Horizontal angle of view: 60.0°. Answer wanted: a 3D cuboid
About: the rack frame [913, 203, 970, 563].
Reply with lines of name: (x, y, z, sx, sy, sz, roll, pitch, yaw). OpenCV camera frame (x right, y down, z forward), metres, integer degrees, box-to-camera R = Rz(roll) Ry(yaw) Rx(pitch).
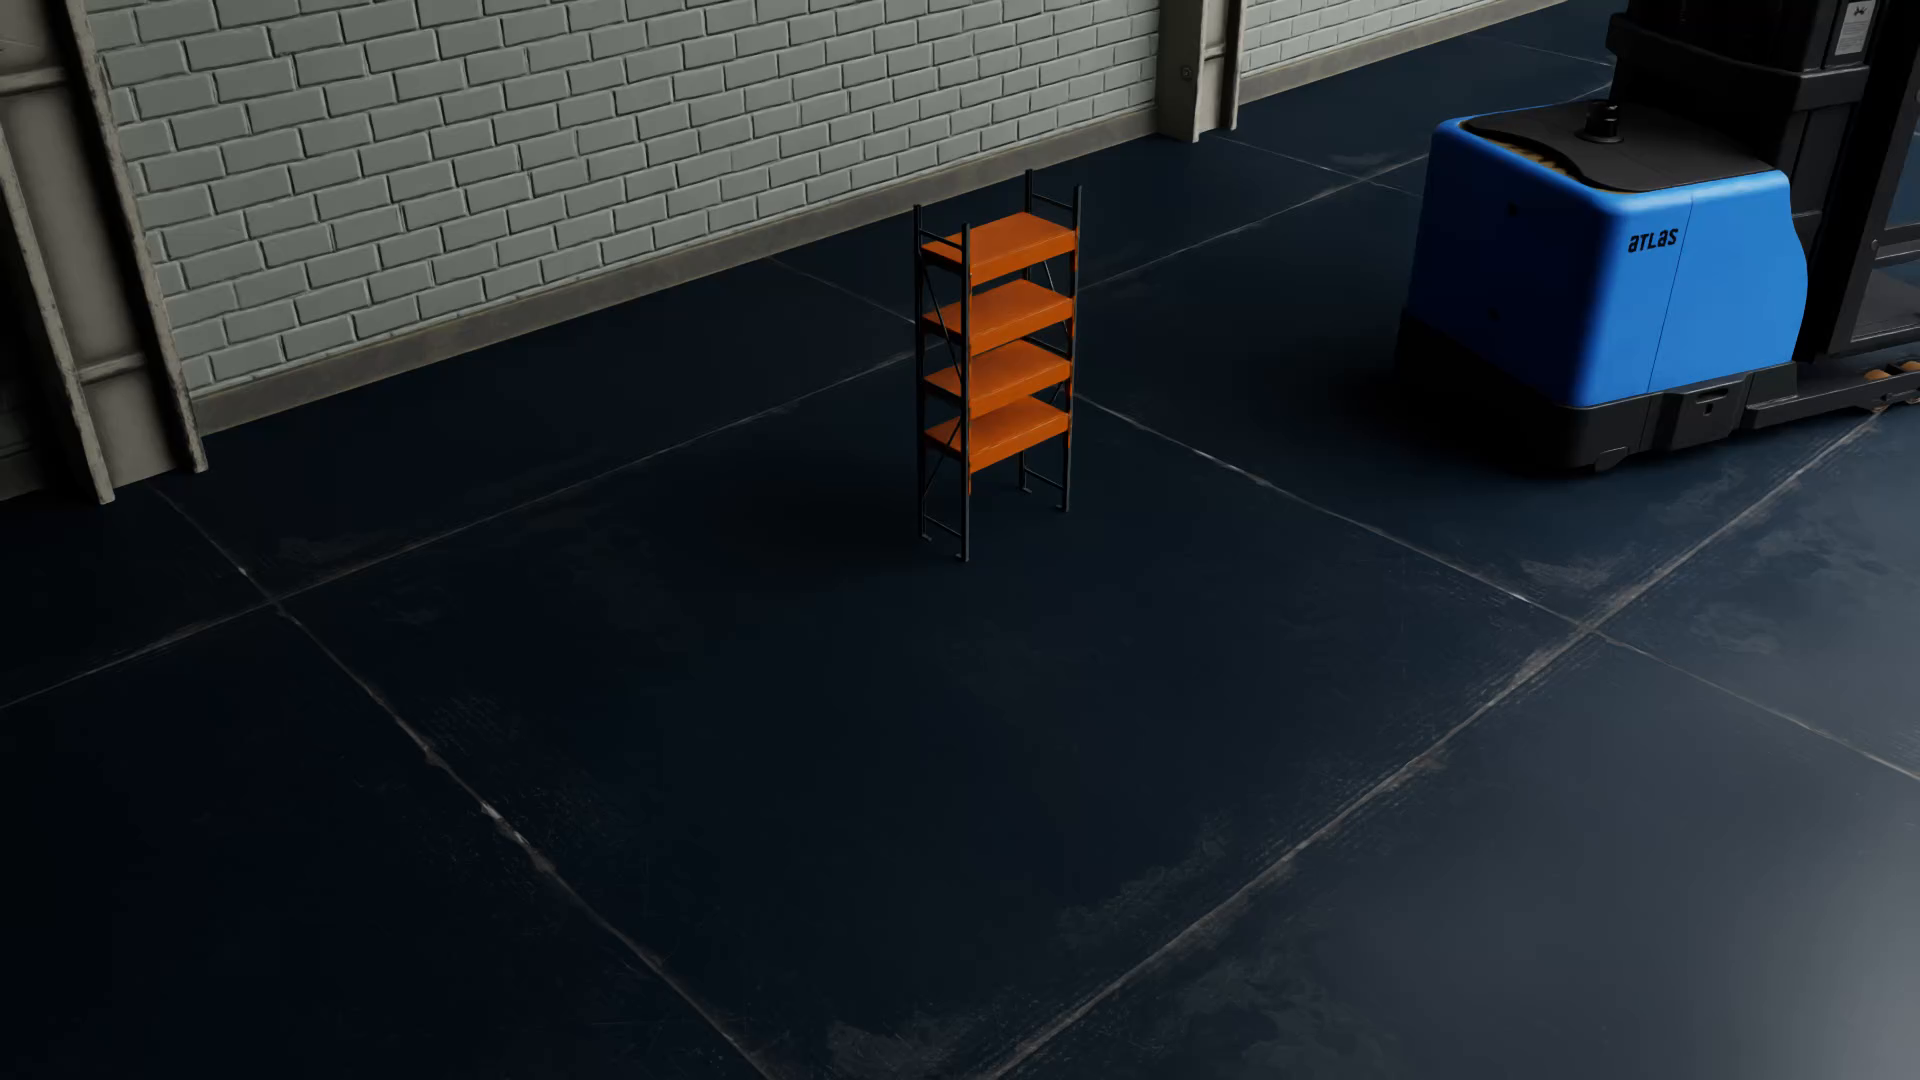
rack frame: (-0.058, -0.484, 5.391, 0.015, 1.200, 0.240, -26, 40, -35)

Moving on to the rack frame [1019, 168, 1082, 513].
rack frame: (0.300, -0.657, 5.675, 0.015, 1.200, 0.240, -26, 40, -35)

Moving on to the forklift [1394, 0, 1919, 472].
forklift: (3.339, -1.994, 6.201, 3.031, 2.935, 1.130, -13, 34, -20)

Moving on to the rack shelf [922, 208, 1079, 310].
rack shelf: (0.121, -0.906, 5.328, 0.480, 0.148, 0.258, -26, 40, -35)

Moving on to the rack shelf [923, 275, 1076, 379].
rack shelf: (0.121, -0.704, 5.451, 0.480, 0.148, 0.258, -26, 40, -35)

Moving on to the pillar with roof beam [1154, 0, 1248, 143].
pillar with roof beam: (4.287, -4.573, 4.603, 0.400, 9.000, 9.100, -26, 40, -35)

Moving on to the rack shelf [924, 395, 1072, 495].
rack shelf: (0.121, -0.344, 5.672, 0.480, 0.148, 0.258, -26, 40, -35)

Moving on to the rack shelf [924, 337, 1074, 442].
rack shelf: (0.121, -0.513, 5.568, 0.480, 0.148, 0.258, -26, 40, -35)

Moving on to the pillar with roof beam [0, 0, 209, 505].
pillar with roof beam: (-0.113, -2.445, 1.123, 0.400, 9.000, 9.100, -26, 40, -35)

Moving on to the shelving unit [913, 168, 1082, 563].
shelving unit: (0.121, -0.571, 5.533, 0.503, 1.200, 0.258, -26, 40, -35)
